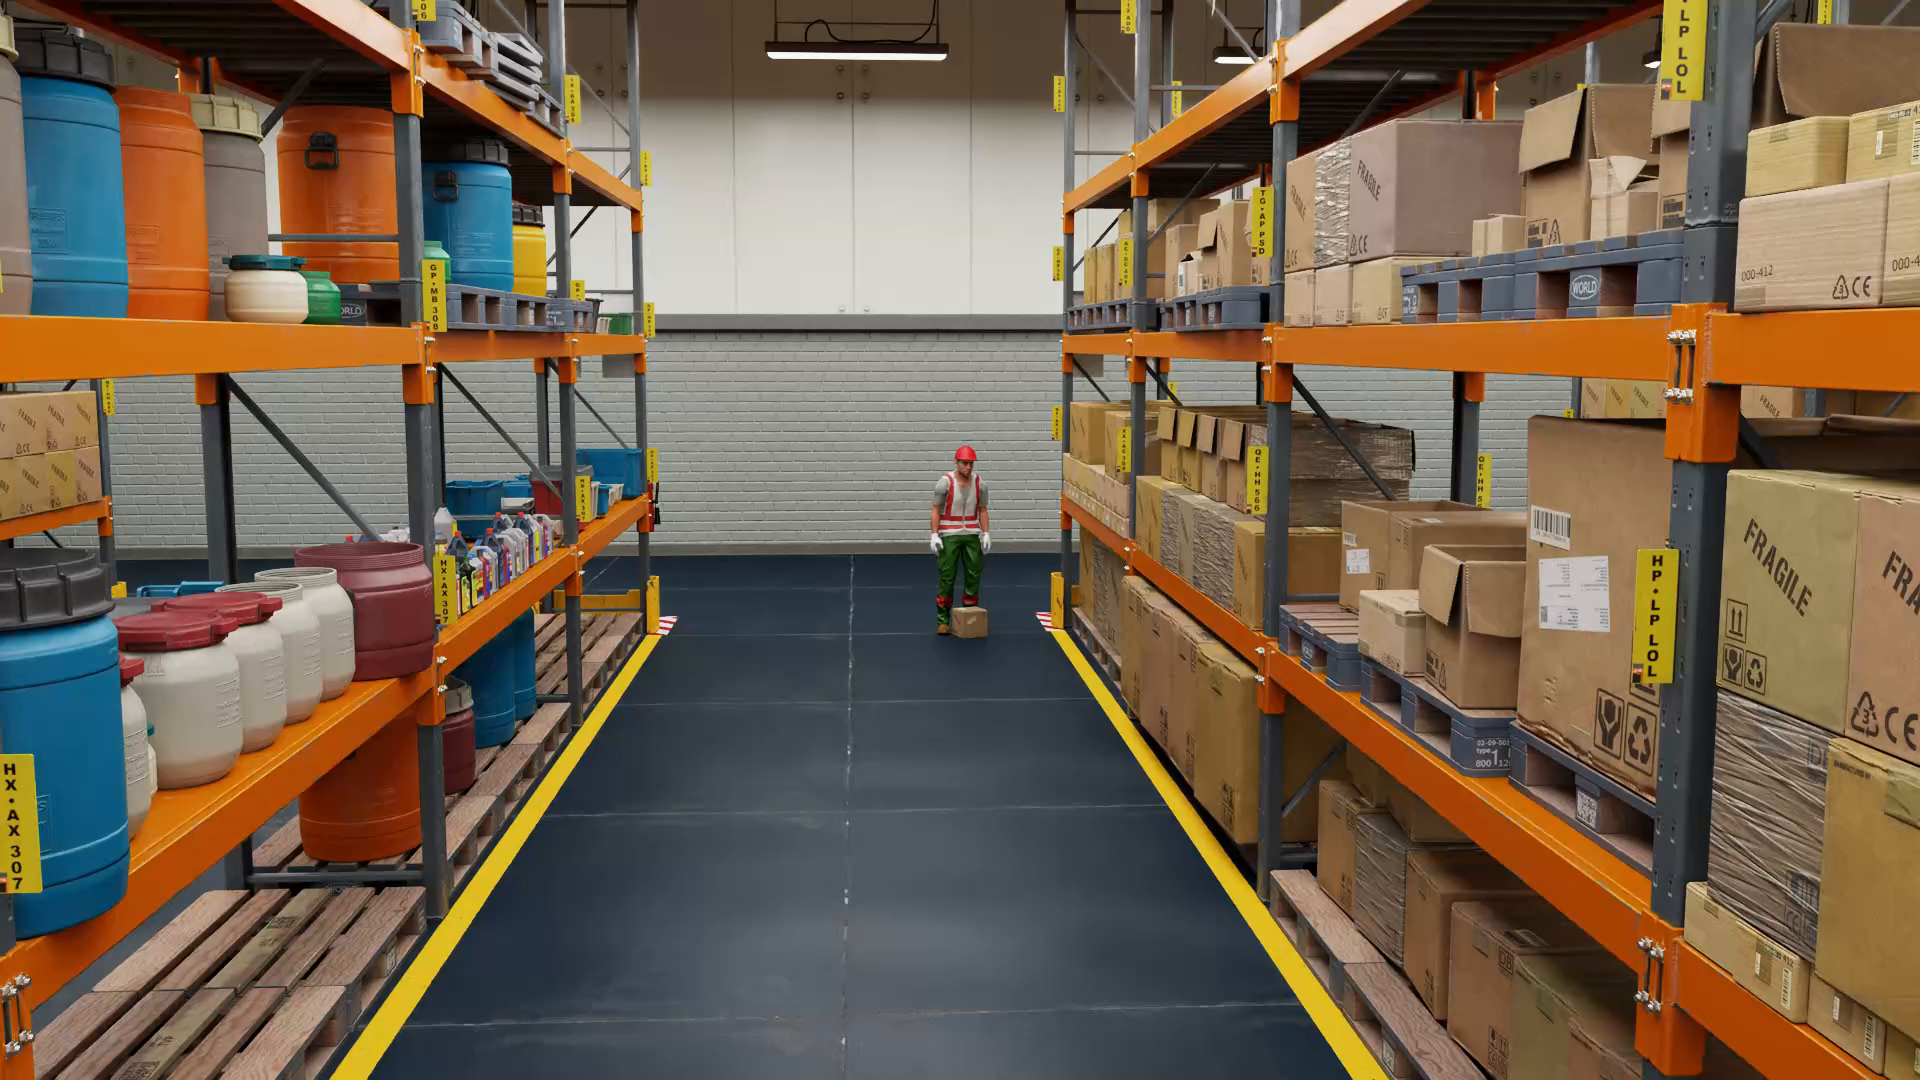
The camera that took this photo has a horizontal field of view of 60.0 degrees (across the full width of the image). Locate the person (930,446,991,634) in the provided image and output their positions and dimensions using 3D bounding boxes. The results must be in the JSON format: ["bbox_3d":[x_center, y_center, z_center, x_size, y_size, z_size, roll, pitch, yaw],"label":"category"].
[{"bbox_3d":[0.008,-0.009,15.752,0.604,1.778,0.453,-2,7,-19],"label":"person"}]
